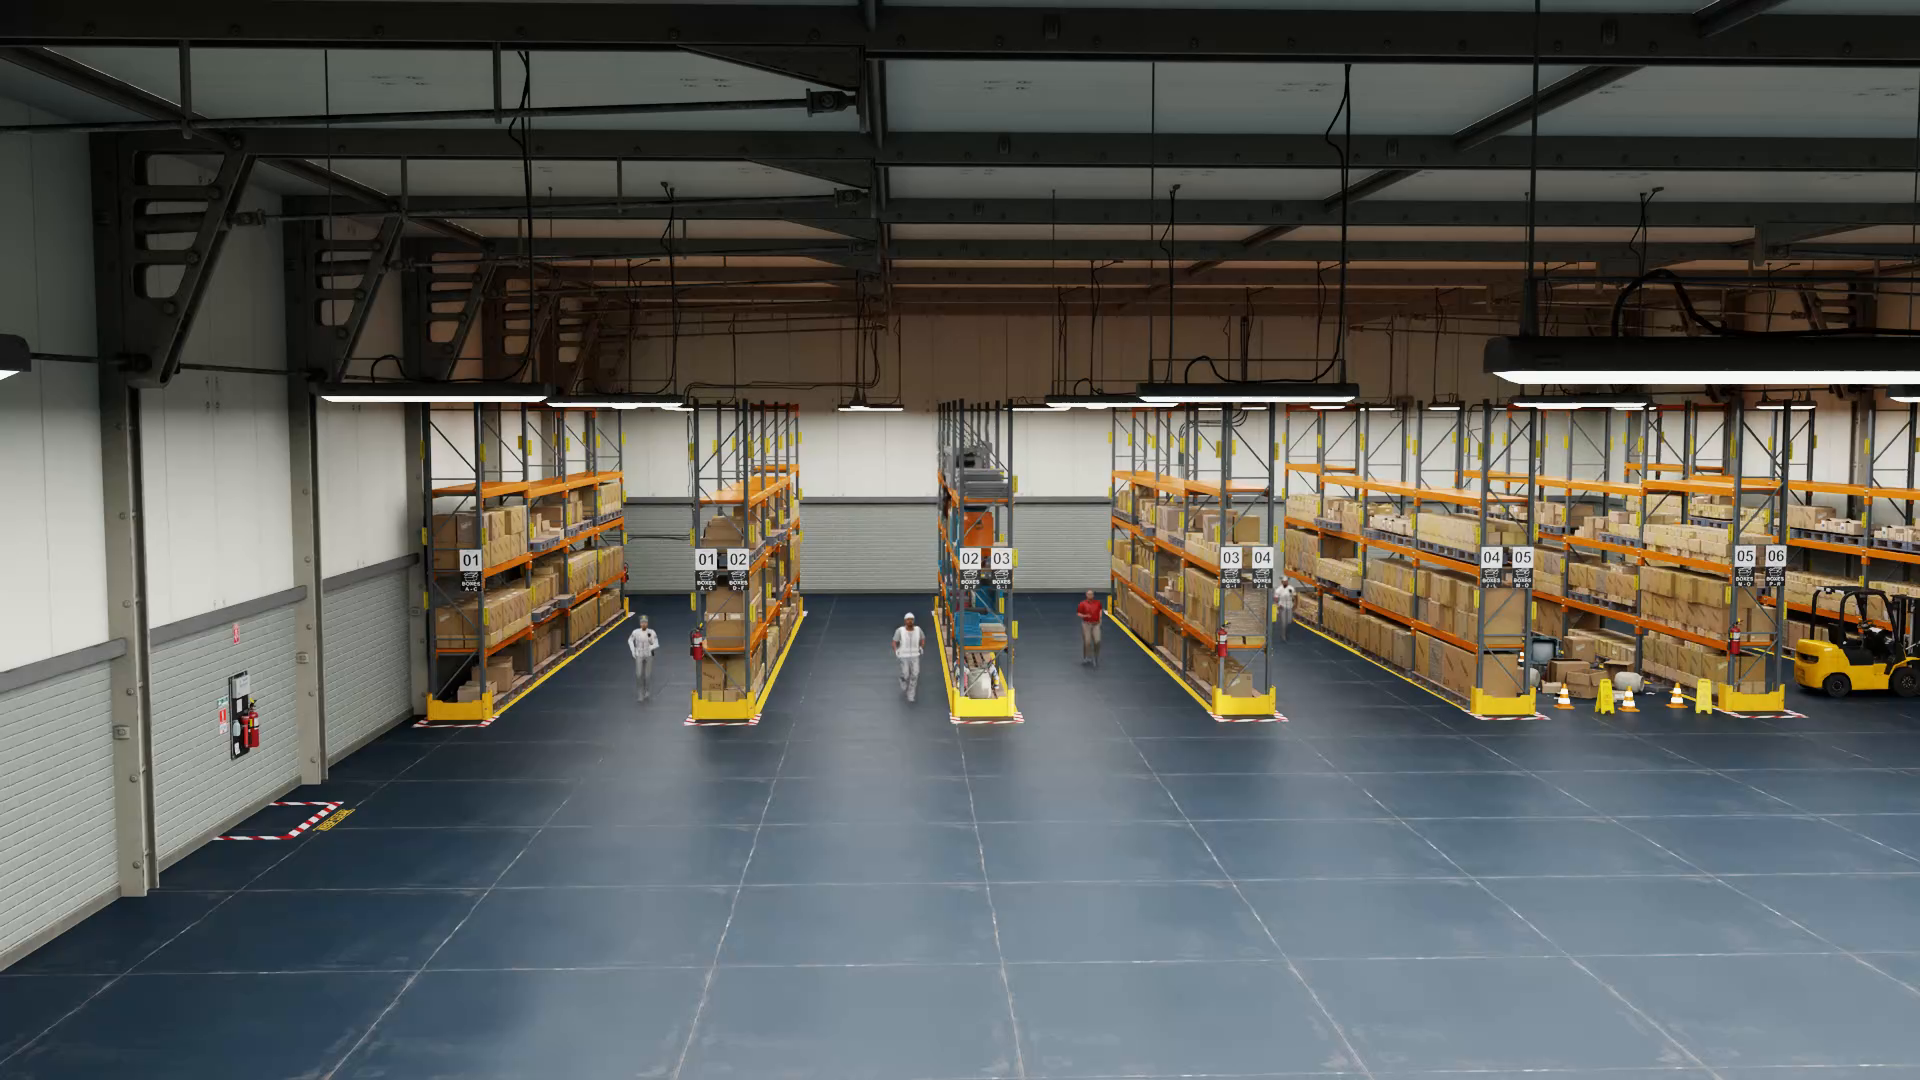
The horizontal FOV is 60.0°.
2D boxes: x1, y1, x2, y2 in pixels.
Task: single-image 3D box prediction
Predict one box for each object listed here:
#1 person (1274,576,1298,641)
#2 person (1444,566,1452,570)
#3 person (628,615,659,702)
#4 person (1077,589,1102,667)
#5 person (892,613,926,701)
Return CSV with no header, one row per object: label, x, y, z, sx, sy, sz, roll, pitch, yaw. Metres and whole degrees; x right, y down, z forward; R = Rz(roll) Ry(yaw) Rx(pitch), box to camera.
person,8.229,1.720,41.979,0.602,1.667,0.605,0,4,4
person,14.555,1.203,49.272,0.832,1.595,0.558,1,4,7
person,-6.328,2.375,33.255,0.603,1.756,0.618,-1,4,-10
person,2.969,2.015,37.784,0.638,1.784,0.767,-1,4,-8
person,-1.008,2.328,33.319,0.683,1.743,0.689,-1,4,-11
